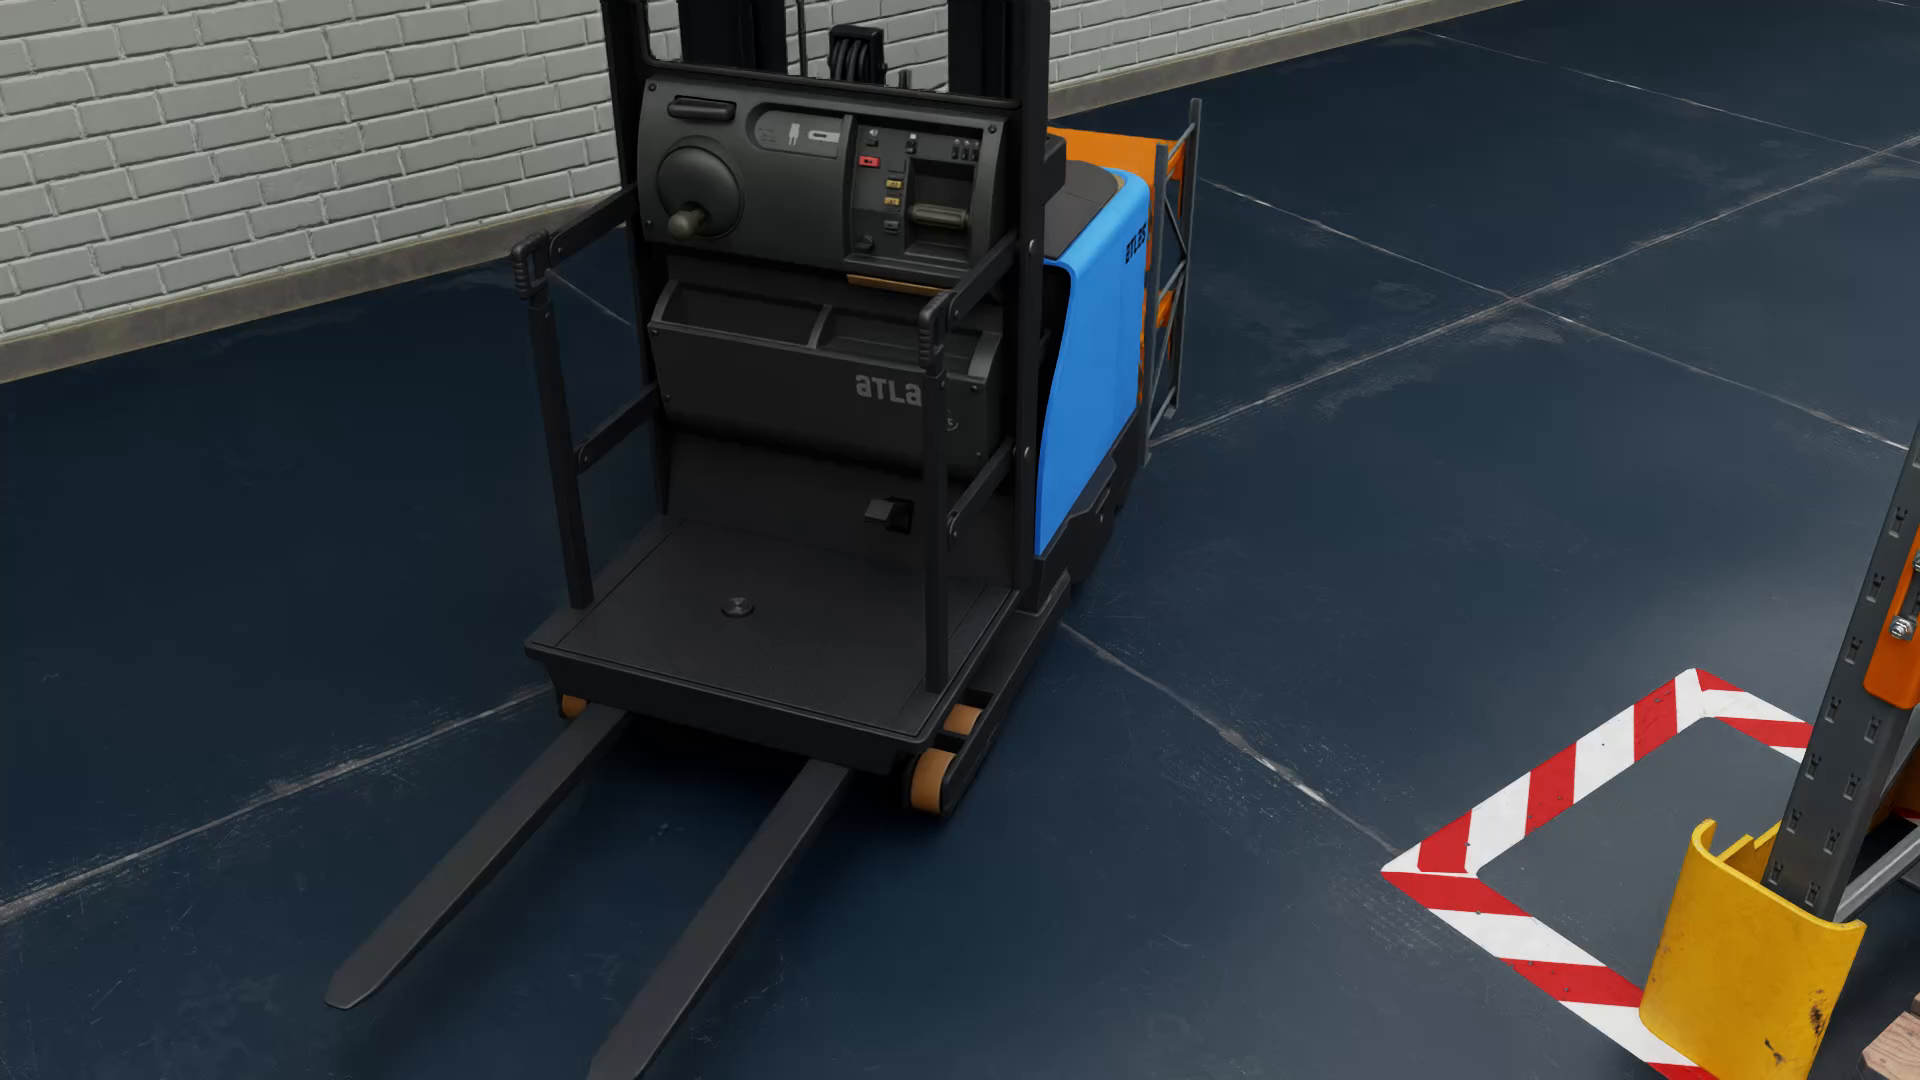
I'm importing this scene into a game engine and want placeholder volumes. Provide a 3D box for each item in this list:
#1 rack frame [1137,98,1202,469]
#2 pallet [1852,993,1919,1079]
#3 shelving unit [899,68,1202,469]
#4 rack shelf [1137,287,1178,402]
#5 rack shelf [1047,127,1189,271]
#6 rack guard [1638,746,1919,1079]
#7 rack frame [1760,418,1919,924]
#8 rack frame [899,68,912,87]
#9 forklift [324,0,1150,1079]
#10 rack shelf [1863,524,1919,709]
[{"bbox_3d":[0.694,-0.845,5.544,0.032,1.125,0.500,11,33,17],"label":"rack frame"},{"bbox_3d":[2.507,1.182,3.146,1.003,0.211,1.213,-22,38,-31],"label":"pallet"},{"bbox_3d":[0.215,-0.935,5.689,1.048,1.125,0.538,11,33,17],"label":"shelving unit"},{"bbox_3d":[0.215,-0.727,5.818,1.000,0.278,0.538,11,33,17],"label":"rack shelf"},{"bbox_3d":[0.215,-1.184,5.535,1.000,0.278,0.538,11,33,17],"label":"rack shelf"},{"bbox_3d":[2.007,0.698,3.653,1.175,0.500,0.348,-22,38,-31],"label":"rack guard"},{"bbox_3d":[2.032,-0.359,2.984,1.000,3.000,0.127,-22,38,-31],"label":"rack frame"},{"bbox_3d":[-0.263,-1.026,5.835,0.032,1.125,0.500,11,33,17],"label":"rack frame"},{"bbox_3d":[-0.420,-0.810,3.776,1.130,2.935,3.031,12,34,18],"label":"forklift"},{"bbox_3d":[3.259,0.781,1.832,1.077,0.370,4.000,-22,38,-31],"label":"rack shelf"}]
